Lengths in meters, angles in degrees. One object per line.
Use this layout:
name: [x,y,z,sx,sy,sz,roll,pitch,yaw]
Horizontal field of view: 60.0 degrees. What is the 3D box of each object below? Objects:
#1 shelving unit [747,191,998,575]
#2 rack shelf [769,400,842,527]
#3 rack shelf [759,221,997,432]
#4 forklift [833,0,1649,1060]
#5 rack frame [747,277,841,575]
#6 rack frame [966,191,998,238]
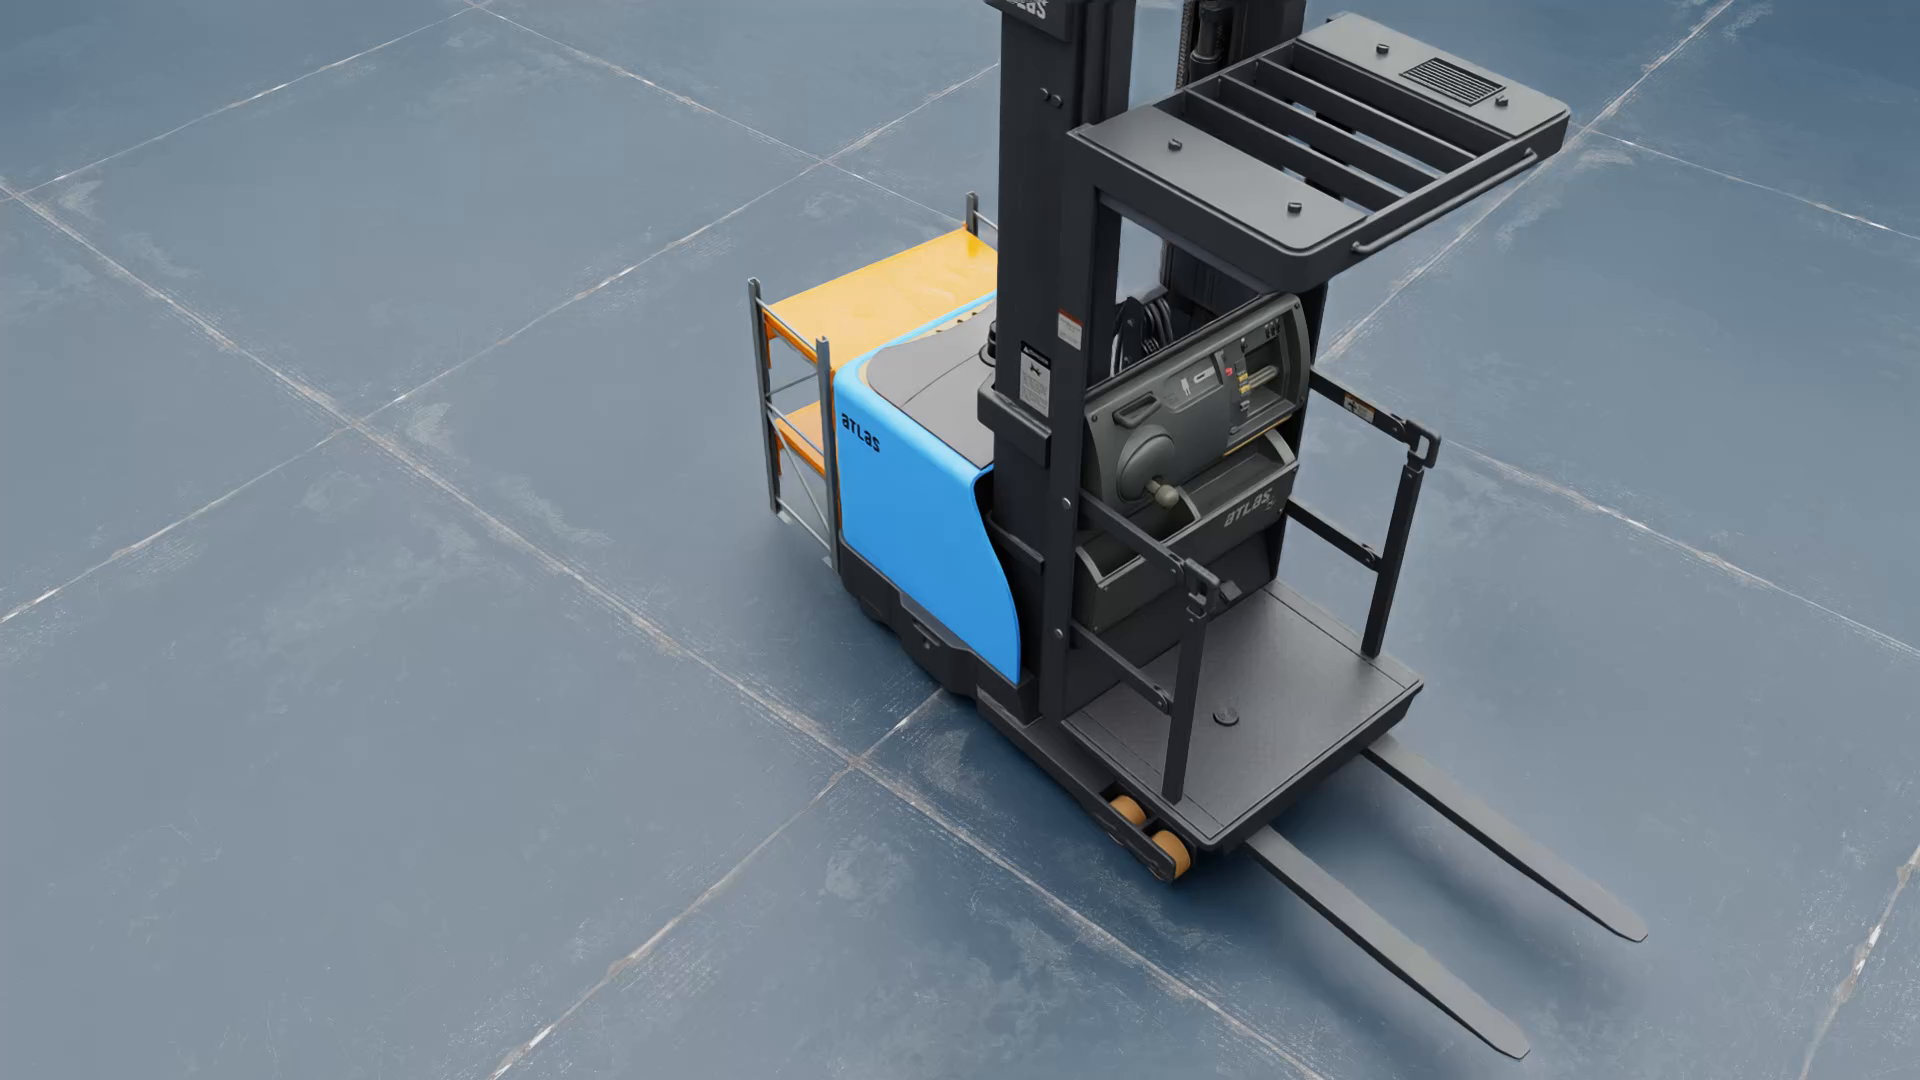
shelving unit: [-0.218,-0.623,6.599,1.048,1.125,0.538,-27,49,-27]
rack shelf: [-0.218,-0.442,6.764,1.000,0.278,0.538,-27,49,-27]
rack shelf: [-0.218,-0.840,6.402,1.000,0.278,0.538,-27,49,-27]
forklift: [0.878,-0.345,4.951,1.130,2.935,3.031,-30,50,-29]
rack frame: [-0.623,-0.417,6.372,0.032,1.125,0.500,-27,49,-27]
rack frame: [0.187,-0.830,6.826,0.032,1.125,0.500,-27,49,-27]
